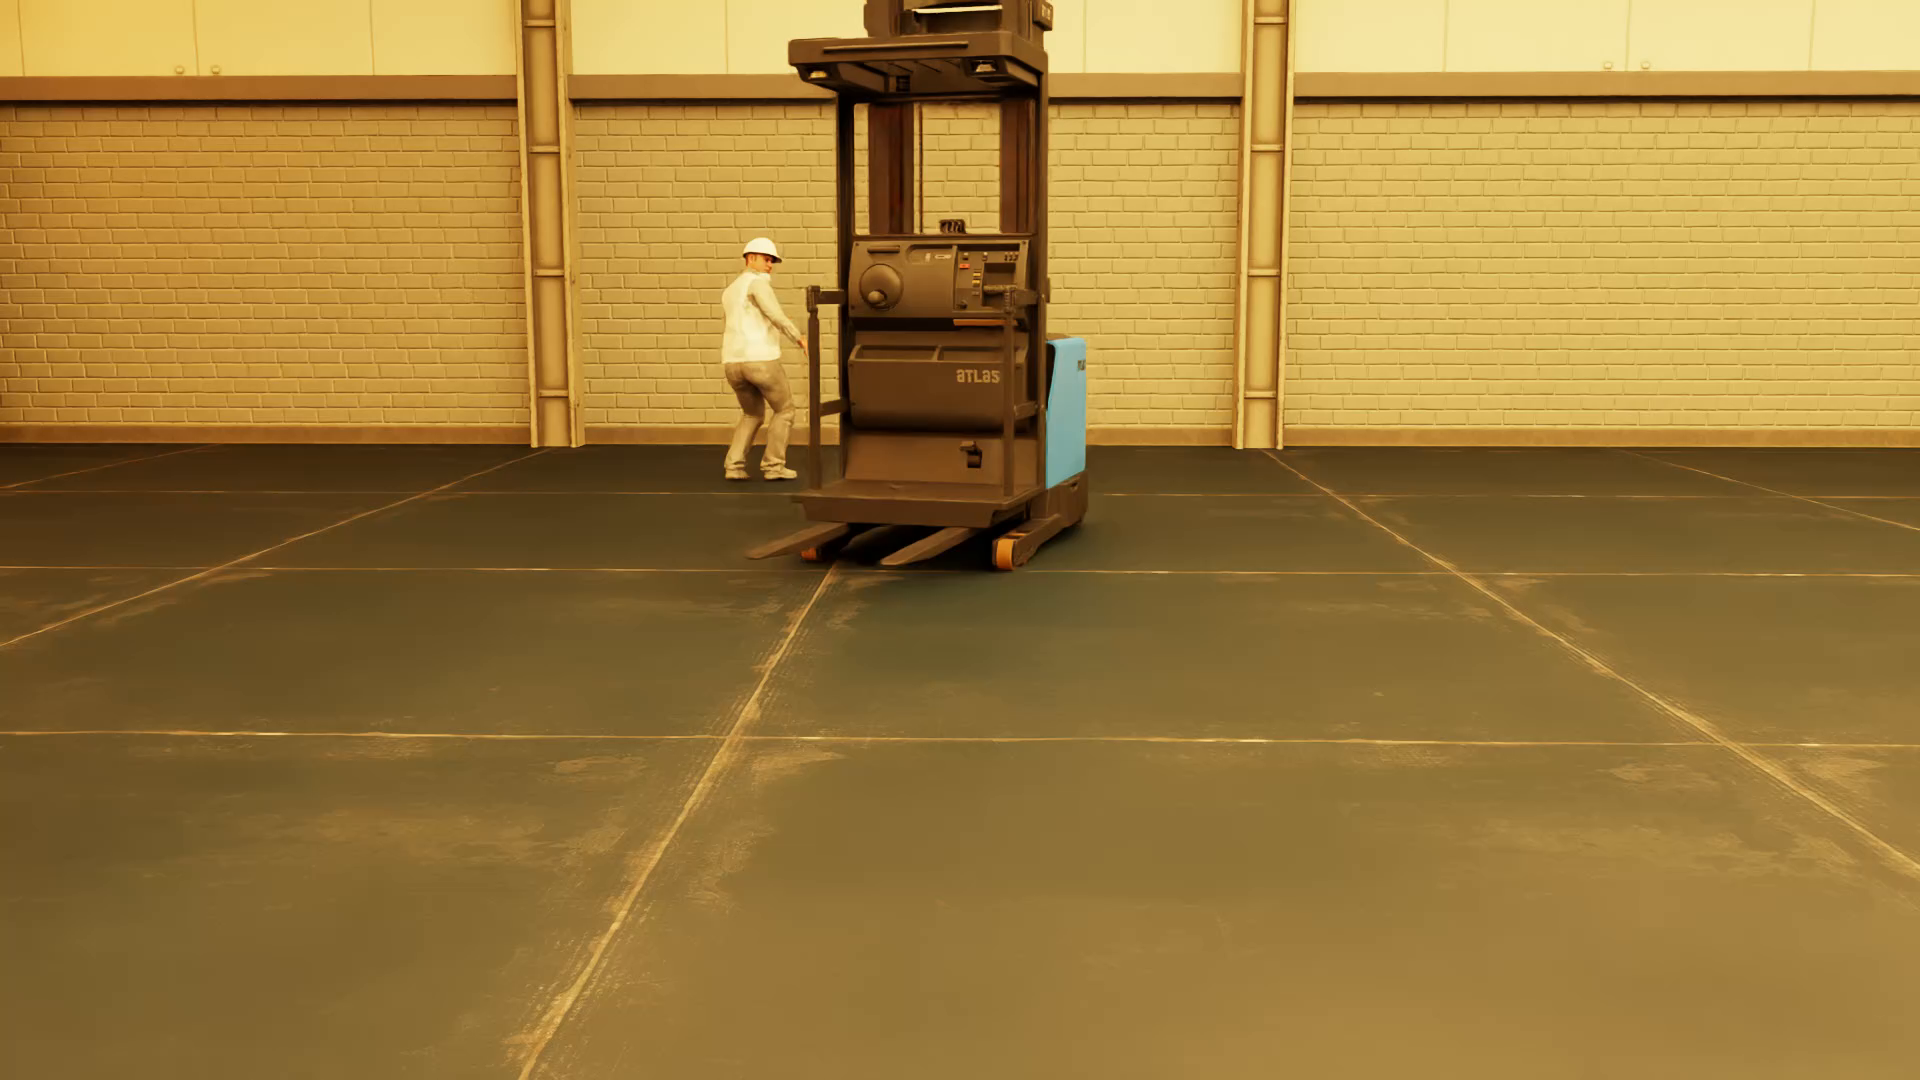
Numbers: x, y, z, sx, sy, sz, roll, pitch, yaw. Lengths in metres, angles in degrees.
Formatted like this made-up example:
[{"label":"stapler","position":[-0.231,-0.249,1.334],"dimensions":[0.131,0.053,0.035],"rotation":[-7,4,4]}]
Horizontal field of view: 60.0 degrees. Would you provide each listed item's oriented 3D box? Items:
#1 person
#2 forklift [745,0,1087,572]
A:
[{"label":"person","position":[-1.377,-1.251,11.696],"dimensions":[0.765,1.721,0.666],"rotation":[7,11,40]},{"label":"forklift","position":[-0.168,-1.360,8.201],"dimensions":[1.130,2.935,3.031],"rotation":[3,9,16]}]
